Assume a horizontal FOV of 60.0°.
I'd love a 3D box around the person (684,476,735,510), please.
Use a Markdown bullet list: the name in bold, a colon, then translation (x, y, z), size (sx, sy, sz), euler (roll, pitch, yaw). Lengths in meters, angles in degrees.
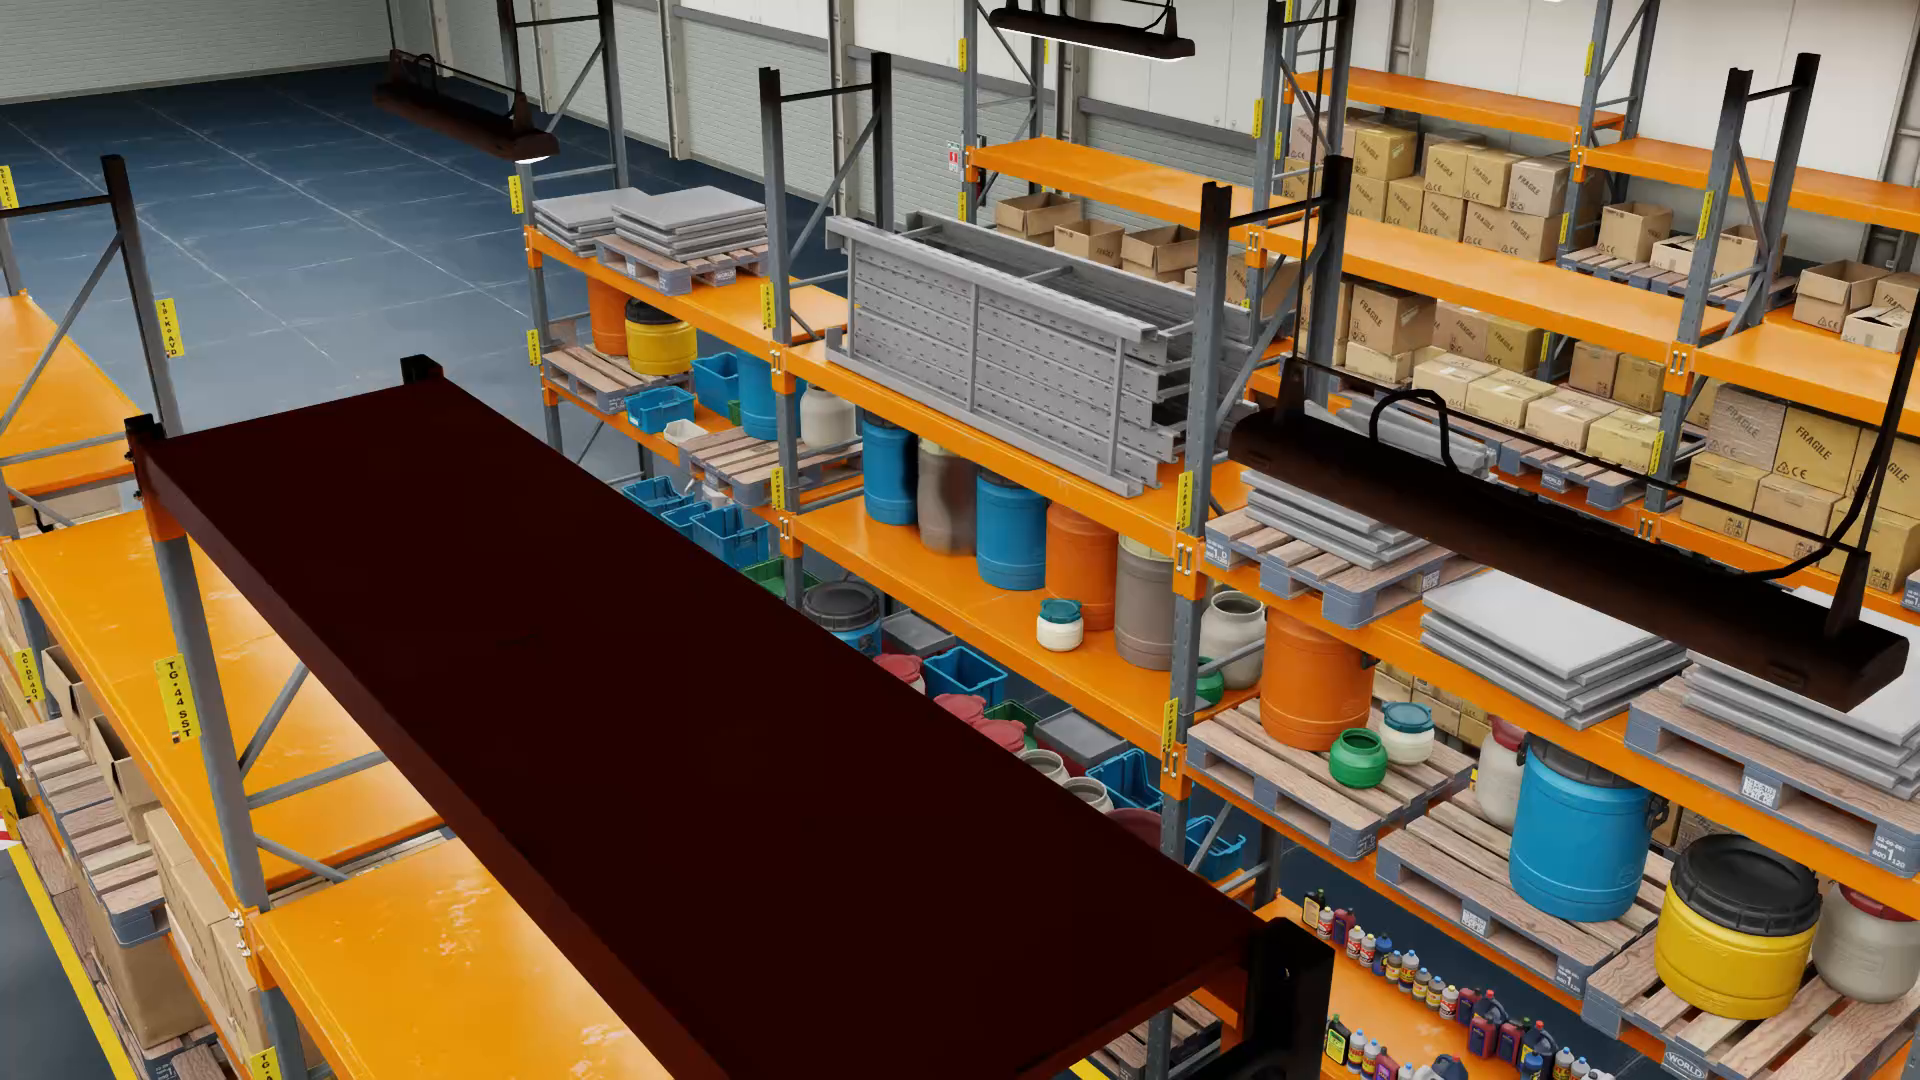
- **person**: translation (-2.562, -0.485, 17.207), size (0.510, 1.789, 0.724), euler (-16, 30, -29)
